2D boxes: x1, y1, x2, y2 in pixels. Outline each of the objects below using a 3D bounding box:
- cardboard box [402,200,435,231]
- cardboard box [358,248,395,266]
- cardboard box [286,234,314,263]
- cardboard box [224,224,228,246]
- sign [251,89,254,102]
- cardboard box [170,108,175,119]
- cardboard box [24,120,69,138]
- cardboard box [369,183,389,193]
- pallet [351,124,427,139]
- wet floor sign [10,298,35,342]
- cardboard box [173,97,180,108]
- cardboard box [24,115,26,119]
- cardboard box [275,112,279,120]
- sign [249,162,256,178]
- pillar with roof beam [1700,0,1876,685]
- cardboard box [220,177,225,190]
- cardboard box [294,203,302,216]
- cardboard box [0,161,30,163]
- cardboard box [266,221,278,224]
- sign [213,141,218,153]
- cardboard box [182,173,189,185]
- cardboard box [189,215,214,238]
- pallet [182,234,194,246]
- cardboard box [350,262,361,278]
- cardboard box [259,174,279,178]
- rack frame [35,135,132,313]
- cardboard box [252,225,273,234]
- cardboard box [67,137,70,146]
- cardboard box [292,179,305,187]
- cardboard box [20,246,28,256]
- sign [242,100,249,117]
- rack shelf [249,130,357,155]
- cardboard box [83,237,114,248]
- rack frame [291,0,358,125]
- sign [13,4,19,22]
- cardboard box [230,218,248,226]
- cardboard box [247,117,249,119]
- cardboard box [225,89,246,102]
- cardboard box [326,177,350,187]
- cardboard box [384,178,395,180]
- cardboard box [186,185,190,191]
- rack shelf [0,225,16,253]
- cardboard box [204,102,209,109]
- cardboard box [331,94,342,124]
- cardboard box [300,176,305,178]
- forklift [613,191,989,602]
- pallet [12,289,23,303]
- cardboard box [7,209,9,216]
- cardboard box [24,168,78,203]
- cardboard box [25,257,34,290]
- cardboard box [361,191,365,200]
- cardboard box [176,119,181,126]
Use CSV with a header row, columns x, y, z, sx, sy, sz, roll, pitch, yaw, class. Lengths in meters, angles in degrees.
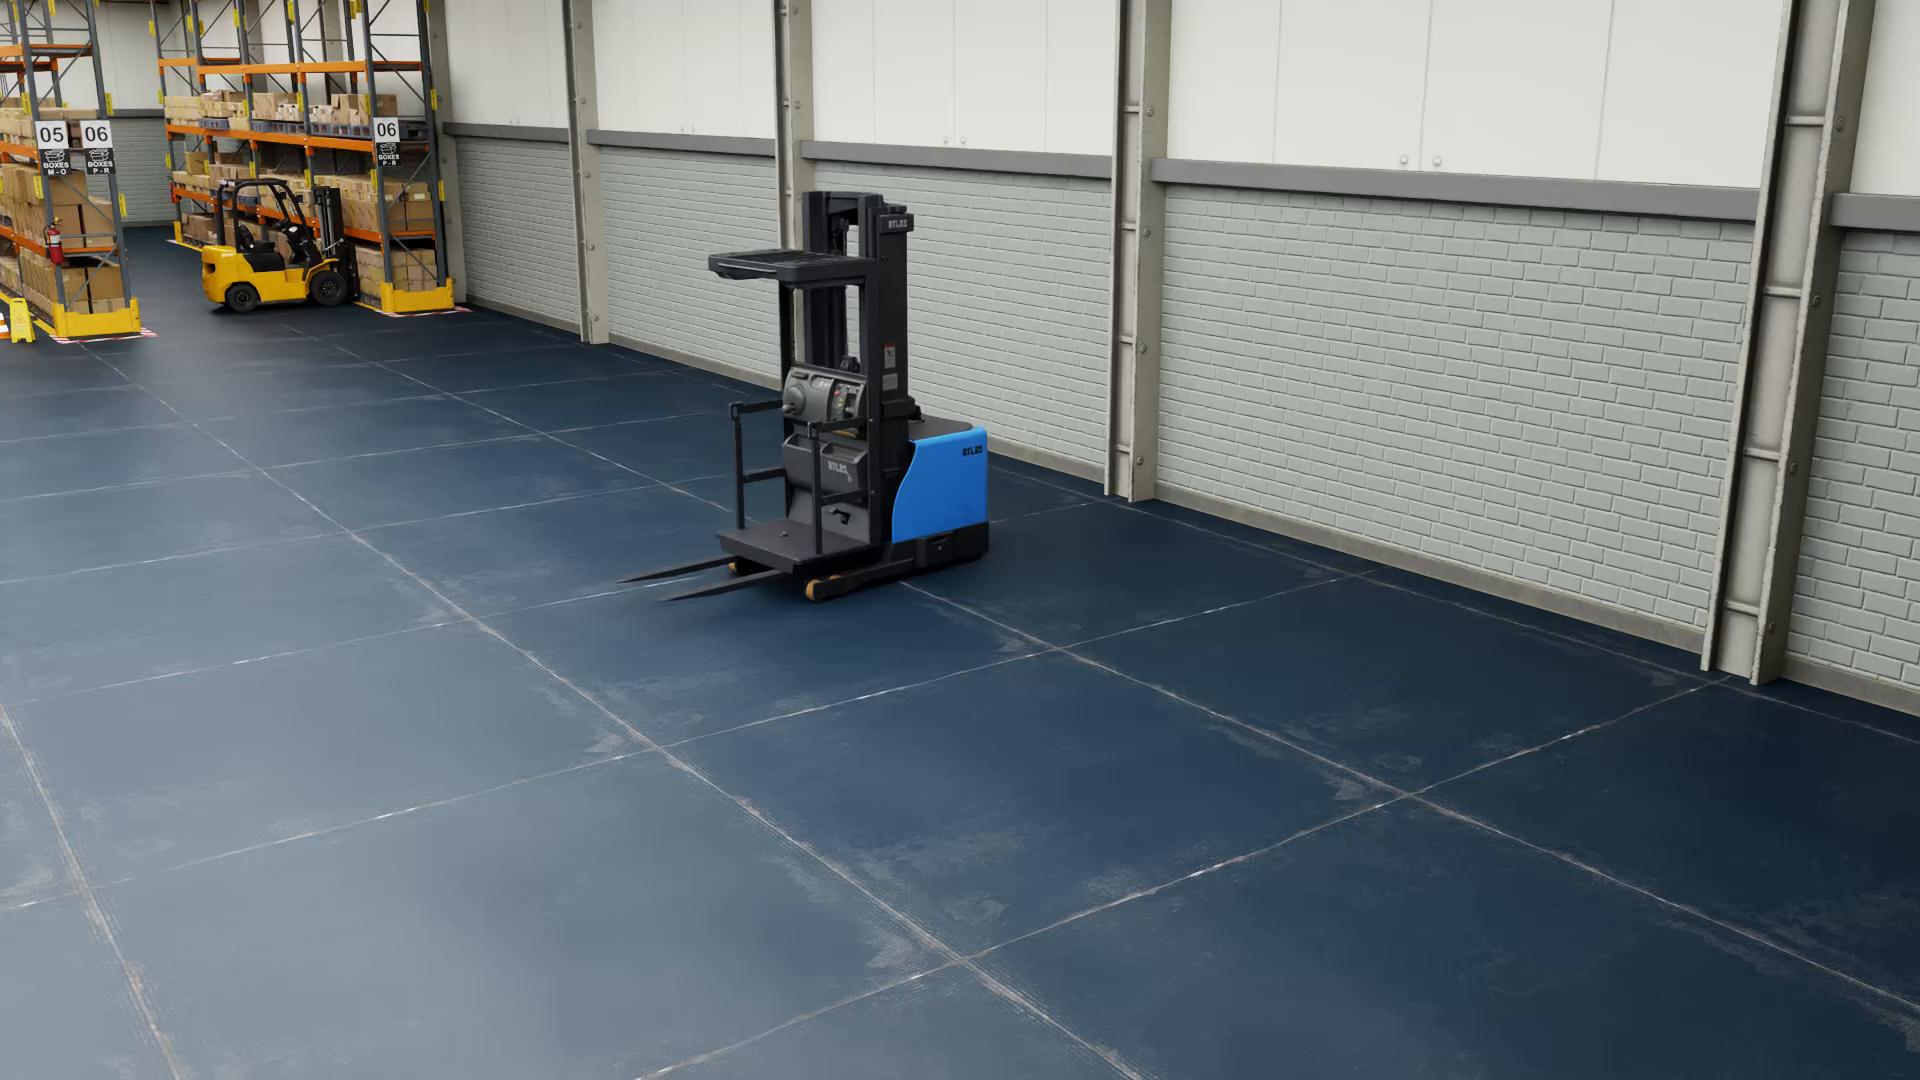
x,y,z,sx,sy,sz,roll,pitch,yaw,class
-9.375,-5.613,28.711,0.500,0.500,0.500,-10,18,-33,cardboard box
-10.136,-4.932,28.933,0.500,0.250,0.500,-10,18,-34,cardboard box
-12.870,-5.764,33.155,0.875,0.625,0.625,-12,19,-37,cardboard box
-16.262,-6.837,37.312,0.500,0.500,0.500,-10,18,-32,cardboard box
-15.917,-9.951,37.344,0.100,0.325,0.005,-11,19,-35,sign
-18.361,-10.107,39.362,0.500,0.250,0.500,-10,18,-33,cardboard box
-13.840,-6.230,25.193,0.500,0.250,0.500,-11,19,-35,cardboard box
-9.860,-6.012,28.377,0.380,0.149,0.250,-11,19,-34,cardboard box
-9.703,-6.975,28.362,1.003,0.211,1.213,-11,19,-35,pallet
-14.075,-3.302,24.918,0.267,0.644,0.232,-4,16,-15,wet floor sign
-18.068,-10.241,38.902,0.500,0.250,0.500,-11,19,-35,cardboard box
-14.422,-6.669,26.043,0.380,0.149,0.250,-12,19,-36,cardboard box
-13.006,-8.198,32.157,0.380,0.149,0.250,-11,19,-35,cardboard box
-14.446,-7.558,33.964,0.100,0.325,0.005,-11,19,-35,sign
1.640,-2.805,7.277,9.100,9.000,0.400,-11,19,-35,pillar with roof beam
-15.858,-7.759,36.203,0.396,0.266,0.258,-10,18,-32,cardboard box
-12.468,-6.371,31.955,0.500,0.250,0.500,-11,19,-35,cardboard box
-18.117,-7.026,31.982,0.500,0.500,0.500,-12,19,-36,cardboard box
-14.870,-6.861,36.173,0.380,0.149,0.250,-11,19,-34,cardboard box
-18.255,-9.625,40.768,0.100,0.325,0.005,-11,19,-35,sign
-18.070,-8.549,39.350,0.500,0.250,0.500,-11,19,-36,cardboard box
-17.962,-7.495,39.718,0.700,0.500,0.500,-10,18,-32,cardboard box
-18.202,-7.301,40.351,1.003,0.211,1.213,-11,19,-35,pallet
-10.454,-4.804,29.413,0.500,0.250,0.500,-11,19,-36,cardboard box
-14.063,-7.371,33.907,0.380,0.149,0.250,-10,18,-33,cardboard box
-13.321,-4.644,25.362,1.000,3.000,0.127,-11,19,-35,rack frame
-14.693,-6.553,35.048,0.380,0.149,0.250,-12,19,-37,cardboard box
-13.774,-6.244,26.002,0.380,0.149,0.250,-11,19,-35,cardboard box
-12.674,-6.883,32.125,0.380,0.149,0.250,-11,19,-36,cardboard box
-15.520,-4.845,27.861,0.380,0.149,0.250,-11,19,-34,cardboard box
-14.452,-8.736,33.651,0.100,0.325,0.005,-11,19,-35,sign
-12.836,-7.796,32.560,1.077,0.370,4.000,-11,19,-35,rack shelf
-13.353,-4.628,25.778,0.380,0.149,0.250,-11,19,-34,cardboard box
-11.660,-9.163,30.509,1.000,3.000,0.127,-11,19,-35,rack frame
-17.592,-9.821,30.993,0.100,0.325,0.005,-11,19,-35,sign
-15.983,-7.070,36.935,0.380,0.149,0.250,-12,19,-37,cardboard box
-14.415,-8.729,34.133,0.380,0.149,0.250,-10,18,-33,cardboard box
-15.946,-9.792,36.630,0.396,0.266,0.258,-11,19,-35,cardboard box
-11.260,-6.494,30.140,0.380,0.149,0.250,-10,18,-33,cardboard box
-10.219,-6.360,29.648,0.380,0.149,0.250,-11,19,-34,cardboard box
-18.027,-8.315,39.251,0.380,0.149,0.250,-12,19,-36,cardboard box
-16.849,-5.578,30.138,1.077,0.370,4.000,-11,19,-35,rack shelf
-16.214,-9.459,36.200,0.380,0.149,0.250,-11,19,-36,cardboard box
-10.600,-7.585,29.243,0.797,0.503,0.637,-10,18,-33,cardboard box
-13.019,-7.234,33.407,0.380,0.149,0.250,-11,19,-35,cardboard box
-1.193,-1.107,12.570,3.031,2.935,1.130,-14,20,-41,forklift
-16.132,-4.319,29.458,1.003,0.211,1.213,-11,19,-35,pallet
-16.340,-5.706,28.922,0.380,0.149,0.250,-12,19,-36,cardboard box
-14.090,-5.503,25.852,0.700,0.500,0.500,-11,19,-34,cardboard box
-15.220,-4.456,27.667,0.500,0.500,0.500,-10,18,-32,cardboard box
-10.153,-5.977,28.813,0.380,0.149,0.250,-11,19,-35,cardboard box
-18.181,-9.820,39.067,0.380,0.149,0.250,-11,19,-35,cardboard box
